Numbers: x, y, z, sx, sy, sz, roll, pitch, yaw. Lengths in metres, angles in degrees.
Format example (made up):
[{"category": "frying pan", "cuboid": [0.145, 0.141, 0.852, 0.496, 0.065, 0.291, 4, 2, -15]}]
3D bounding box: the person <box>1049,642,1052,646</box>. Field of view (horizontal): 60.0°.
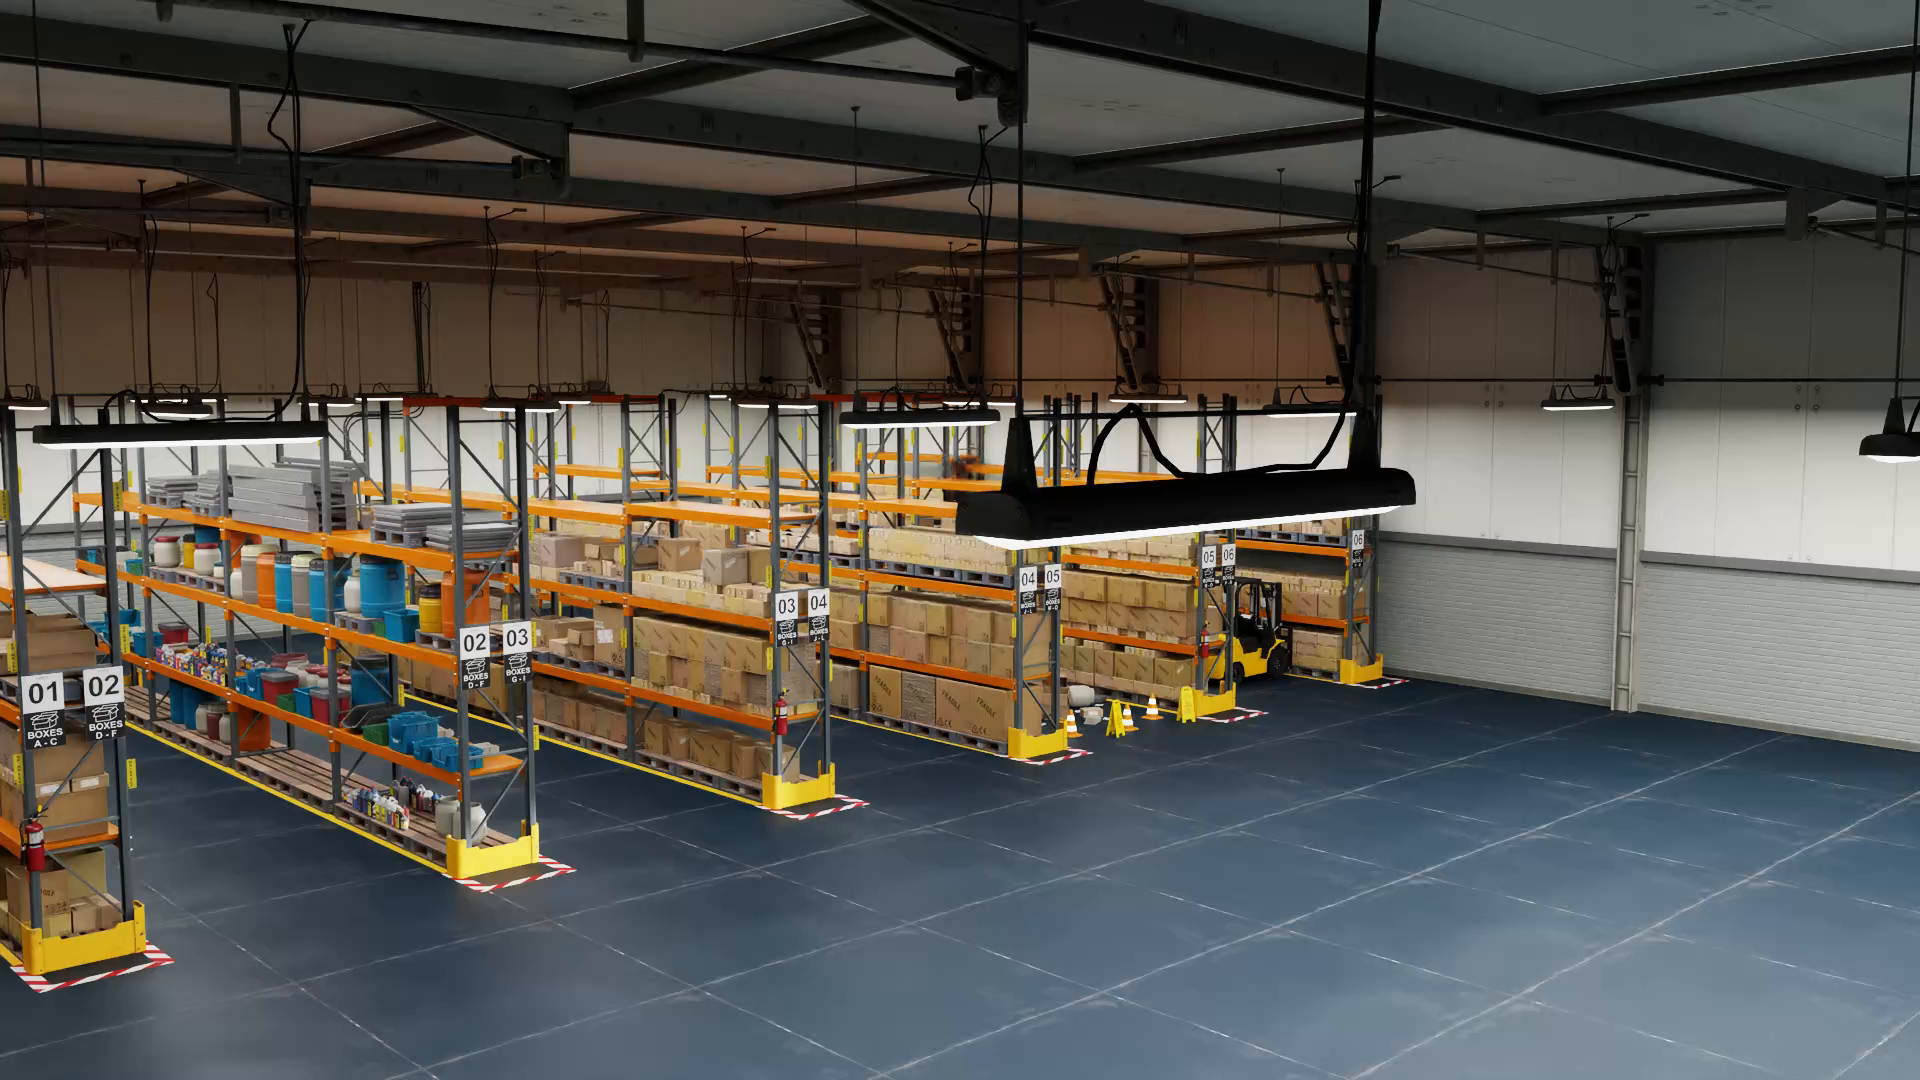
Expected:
[{"category": "person", "cuboid": [1.828, 1.817, 37.637, 0.931, 1.746, 0.705, 5, 8, 43]}]
